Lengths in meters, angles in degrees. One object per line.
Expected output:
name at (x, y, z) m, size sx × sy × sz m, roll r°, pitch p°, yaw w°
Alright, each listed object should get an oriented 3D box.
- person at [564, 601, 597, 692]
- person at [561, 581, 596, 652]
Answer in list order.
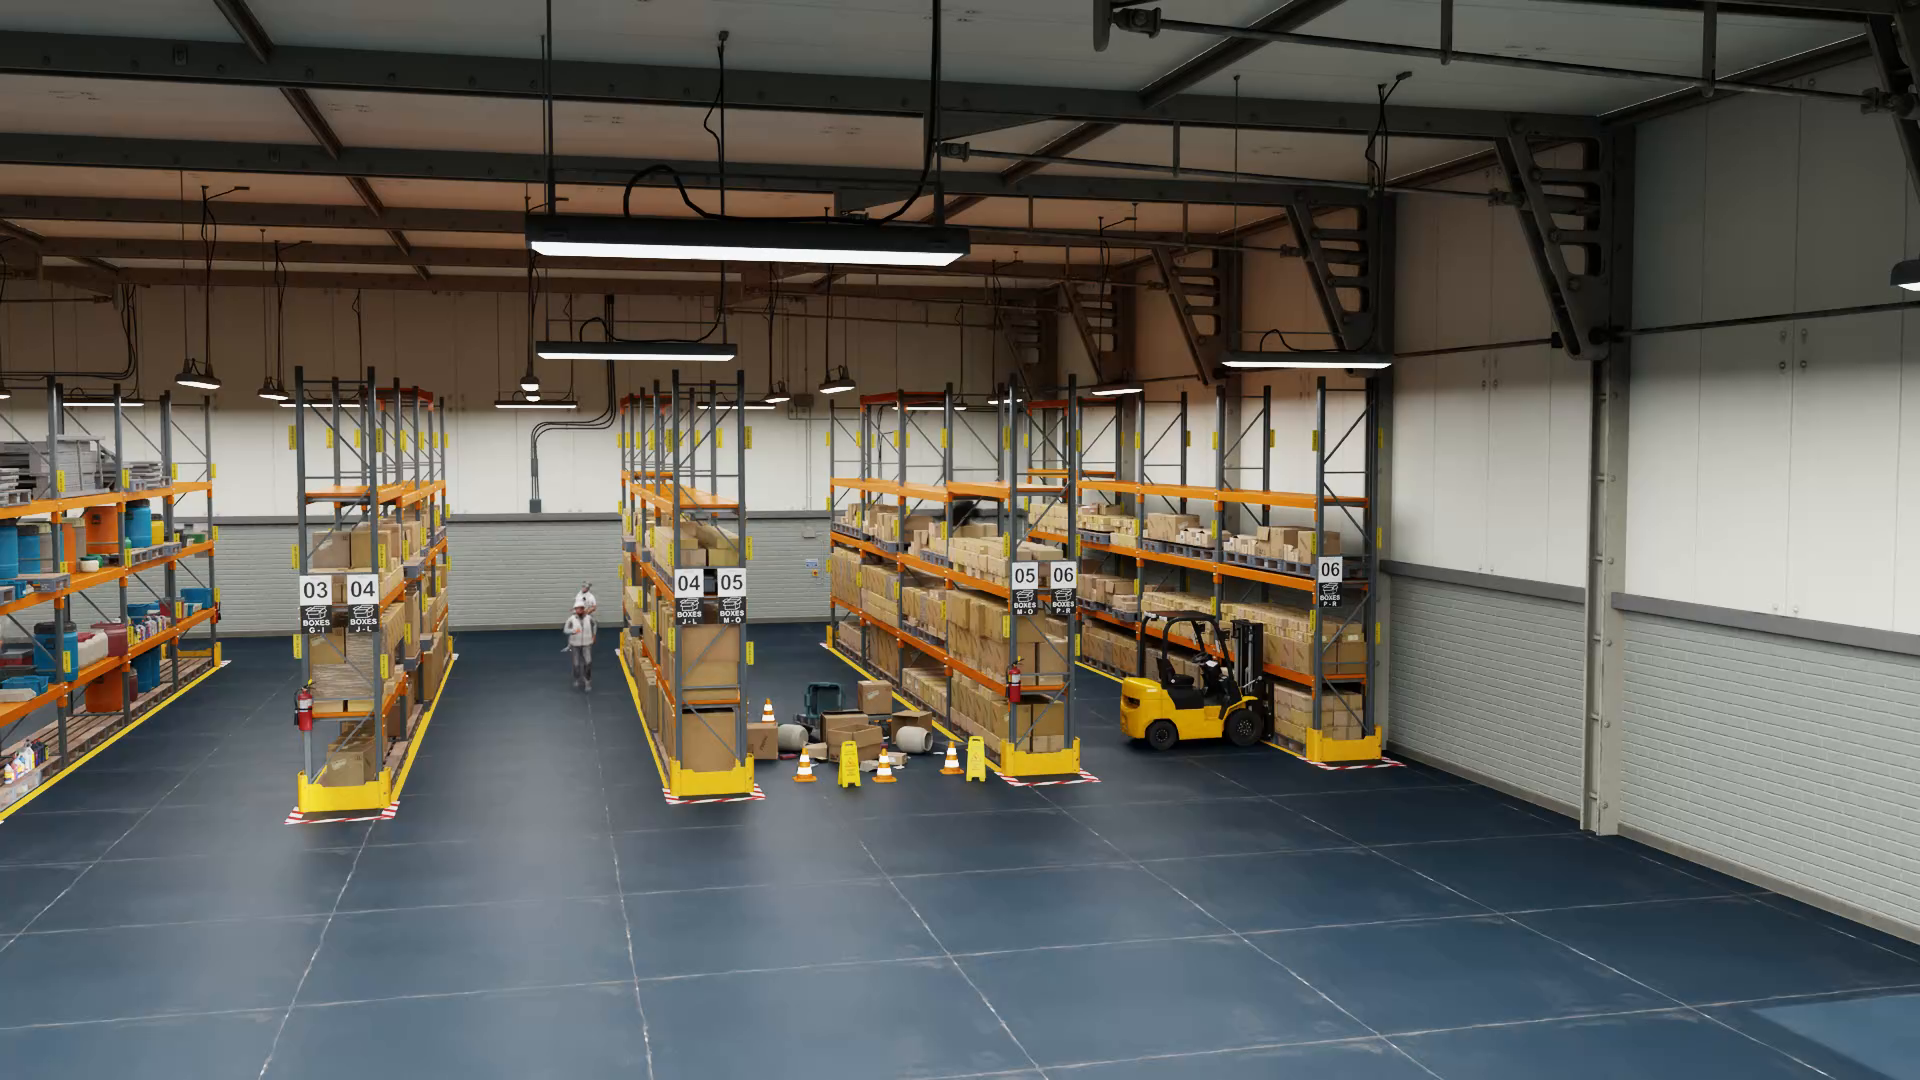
person at (-7.601, 2.131, 33.331) m, size 0.676 × 1.839 × 0.752 m, roll -1°, pitch 4°, yaw -18°
person at (-8.974, 1.808, 39.497) m, size 0.756 × 1.694 × 0.723 m, roll 2°, pitch 4°, yaw 33°
